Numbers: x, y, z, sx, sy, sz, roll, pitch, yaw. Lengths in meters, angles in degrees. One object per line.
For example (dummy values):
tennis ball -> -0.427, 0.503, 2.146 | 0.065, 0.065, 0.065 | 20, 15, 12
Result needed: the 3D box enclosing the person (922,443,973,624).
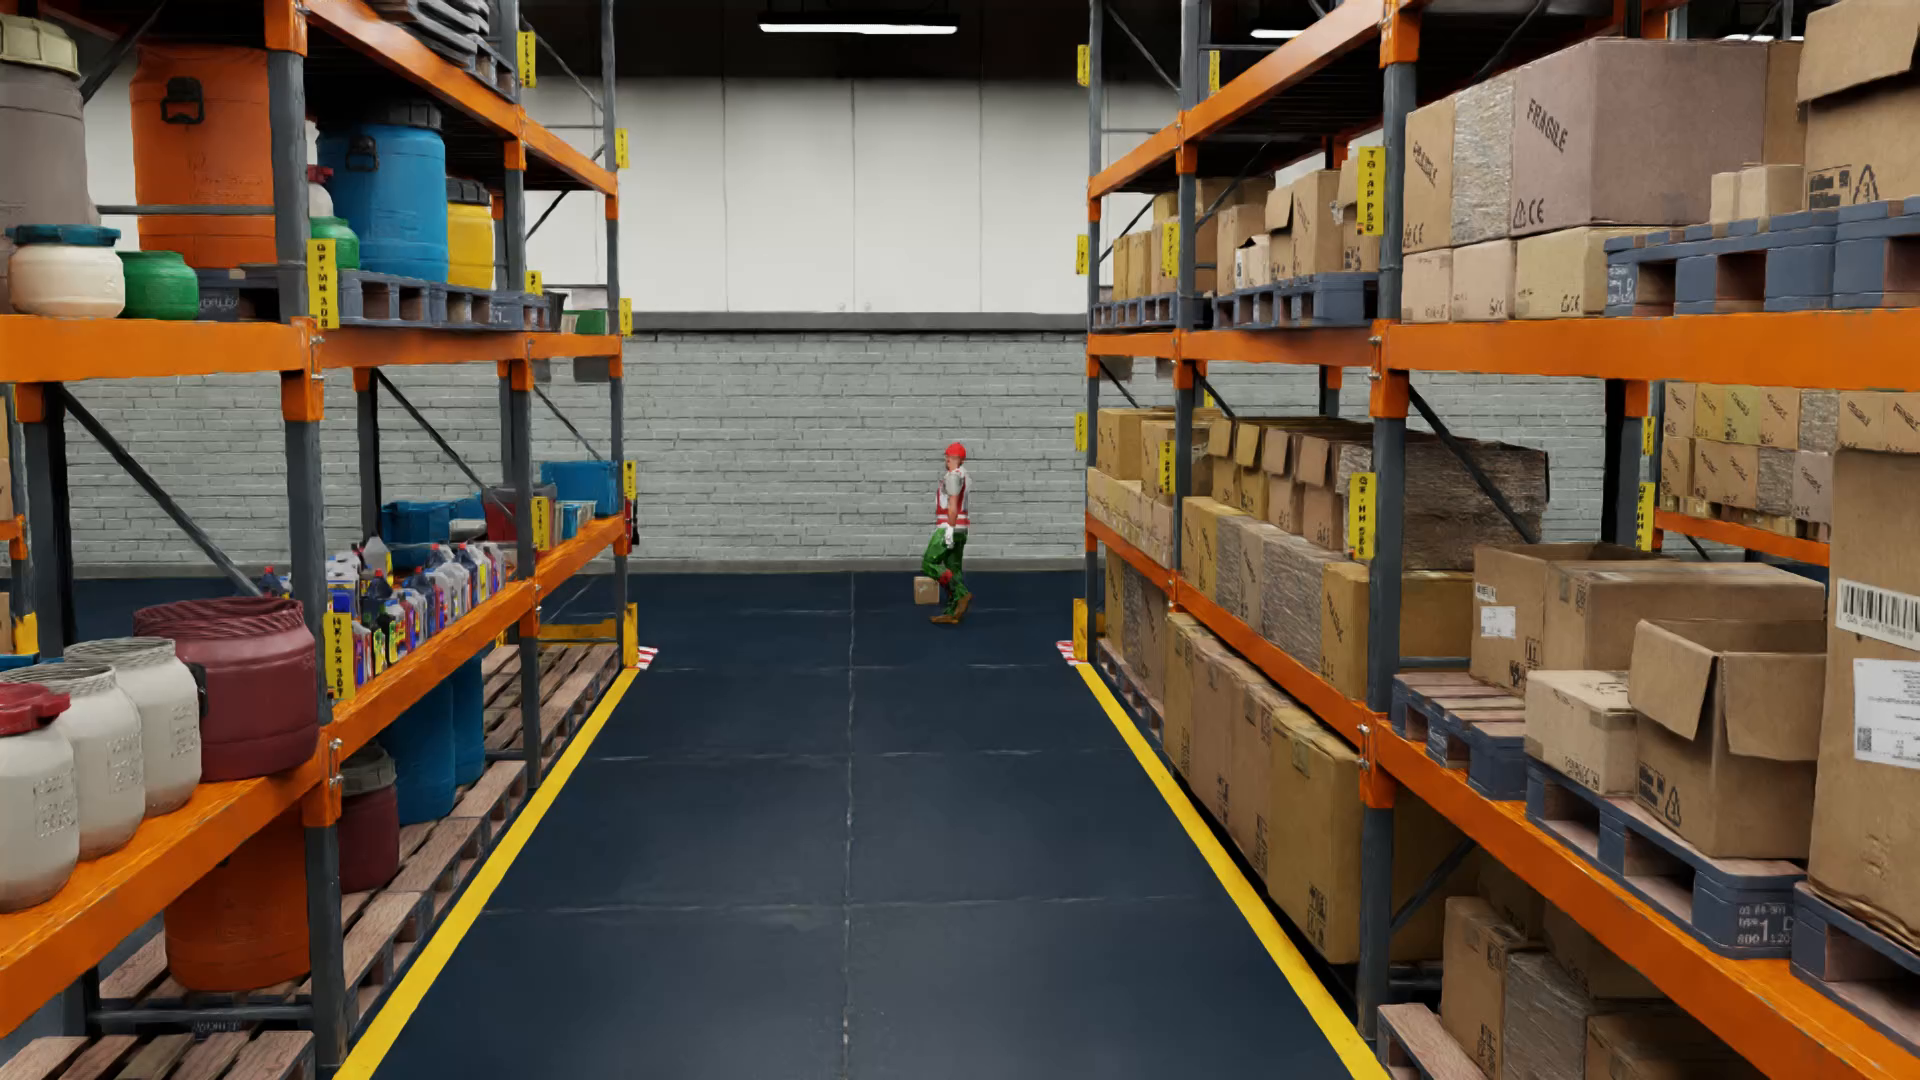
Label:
person -> -0.061, -0.070, 16.275 | 0.525, 1.747, 0.692 | 2, 7, 17
